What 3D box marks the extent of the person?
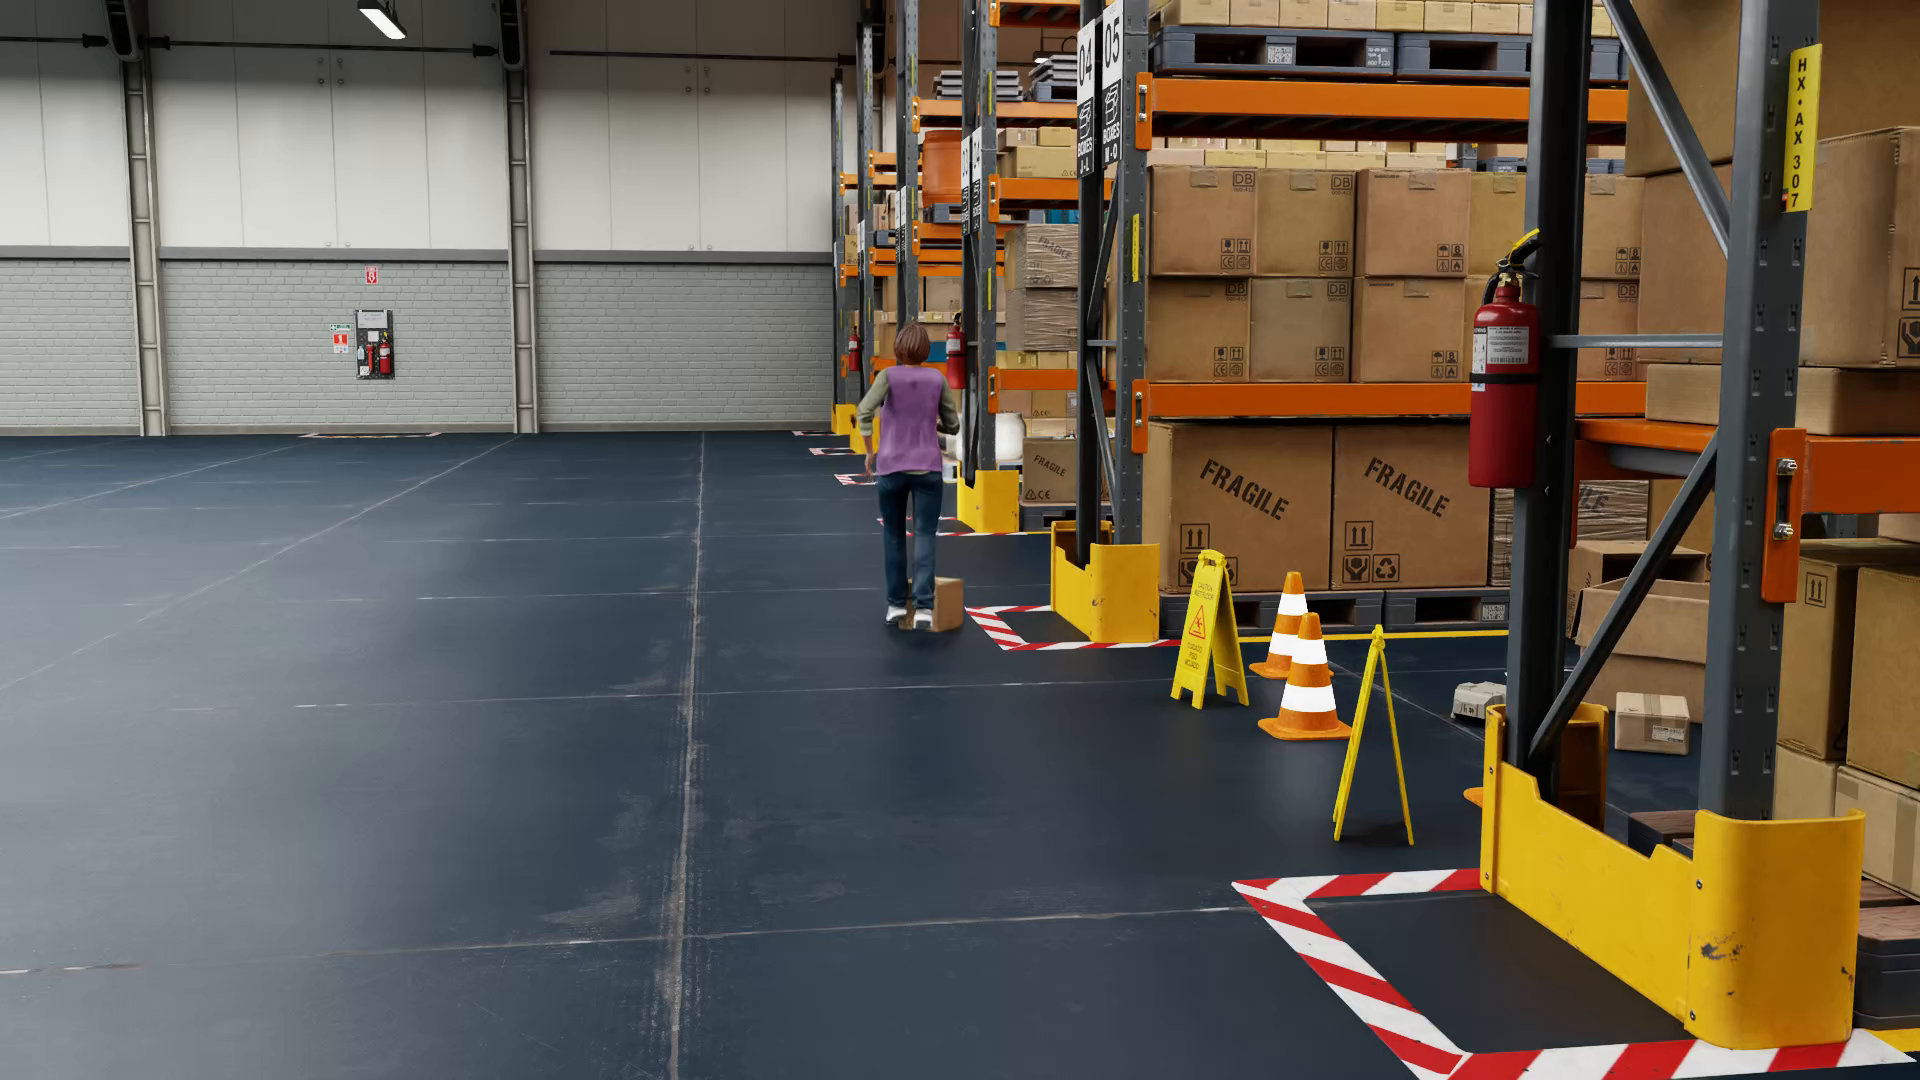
[{"bbox_3d":[-0.263,-0.324,8.594,0.532,1.598,0.782,0,7,-2],"label":"person"}]
